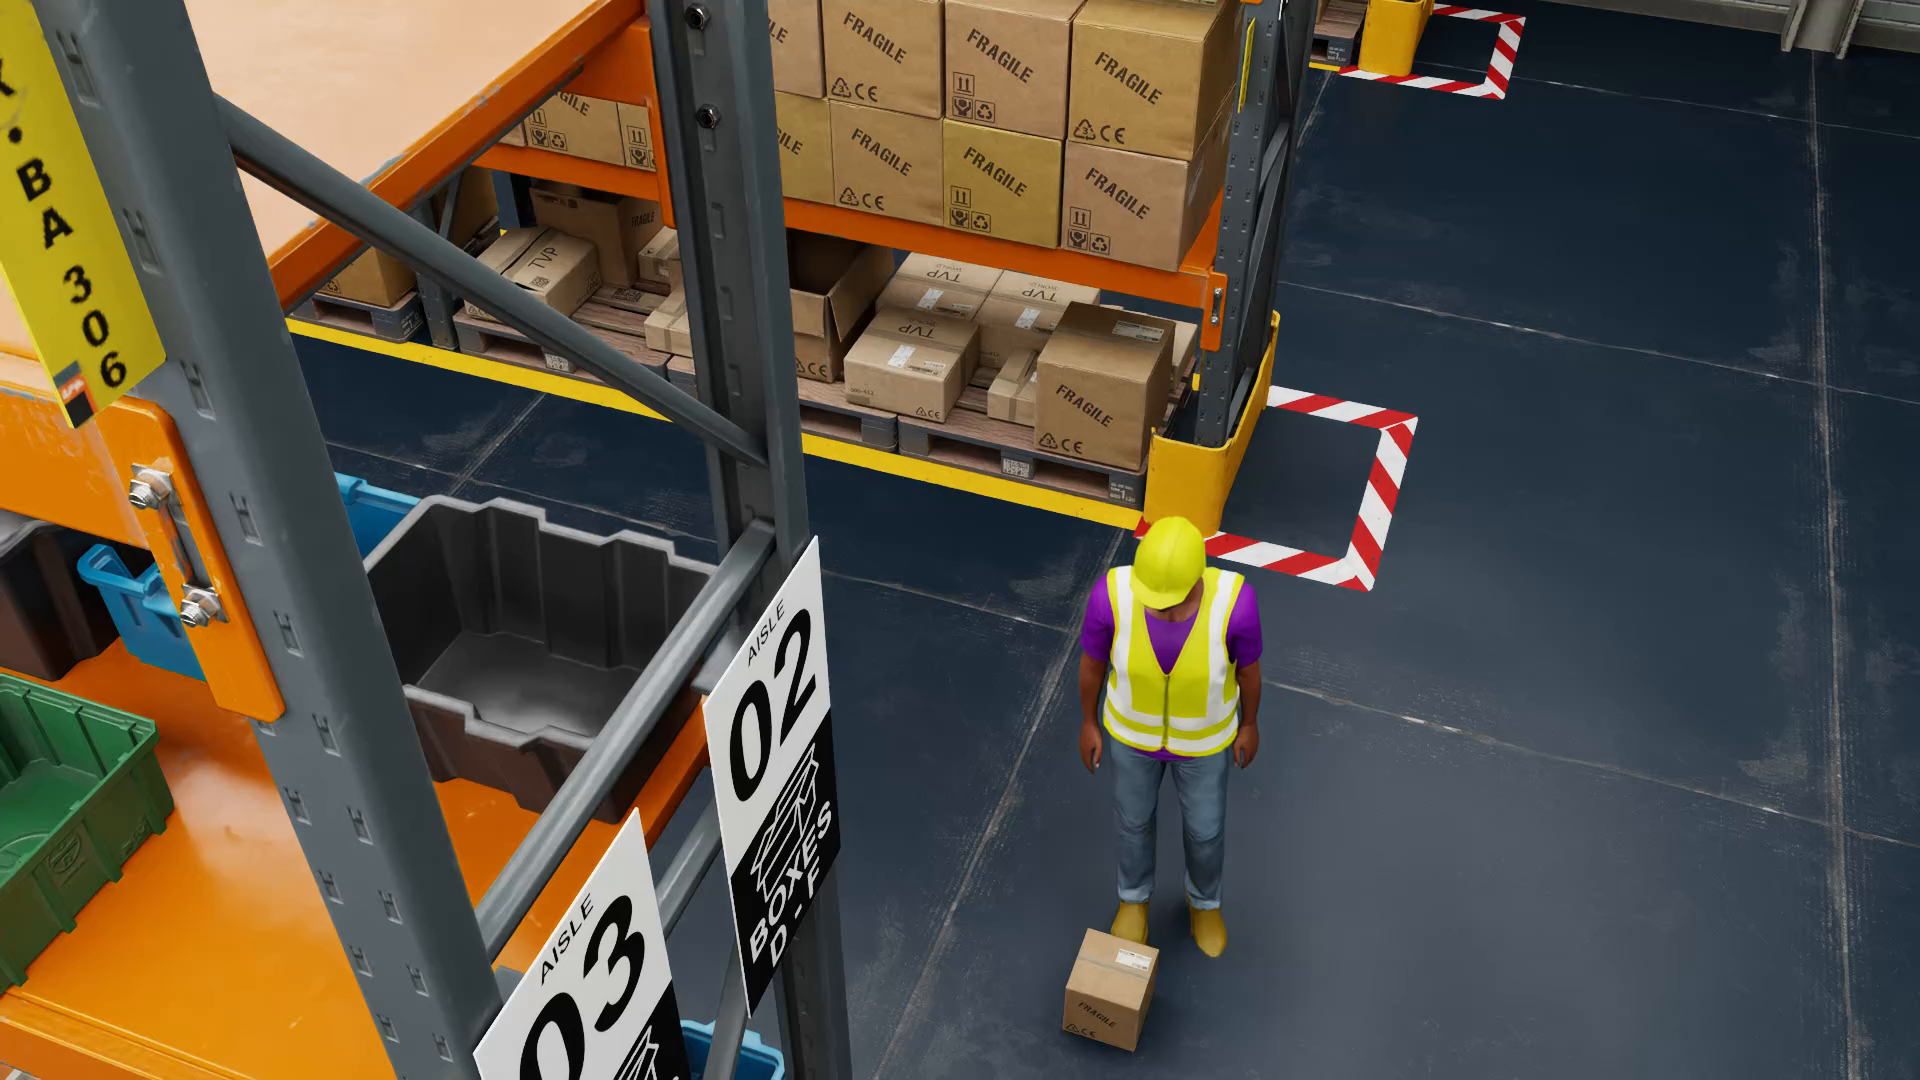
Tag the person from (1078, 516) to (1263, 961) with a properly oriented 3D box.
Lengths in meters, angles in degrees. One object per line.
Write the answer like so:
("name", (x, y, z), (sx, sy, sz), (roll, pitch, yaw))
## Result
("person", (-6.816, -0.368, 6.568), (15.896, 1.823, 0.612), (8, 42, 9))
